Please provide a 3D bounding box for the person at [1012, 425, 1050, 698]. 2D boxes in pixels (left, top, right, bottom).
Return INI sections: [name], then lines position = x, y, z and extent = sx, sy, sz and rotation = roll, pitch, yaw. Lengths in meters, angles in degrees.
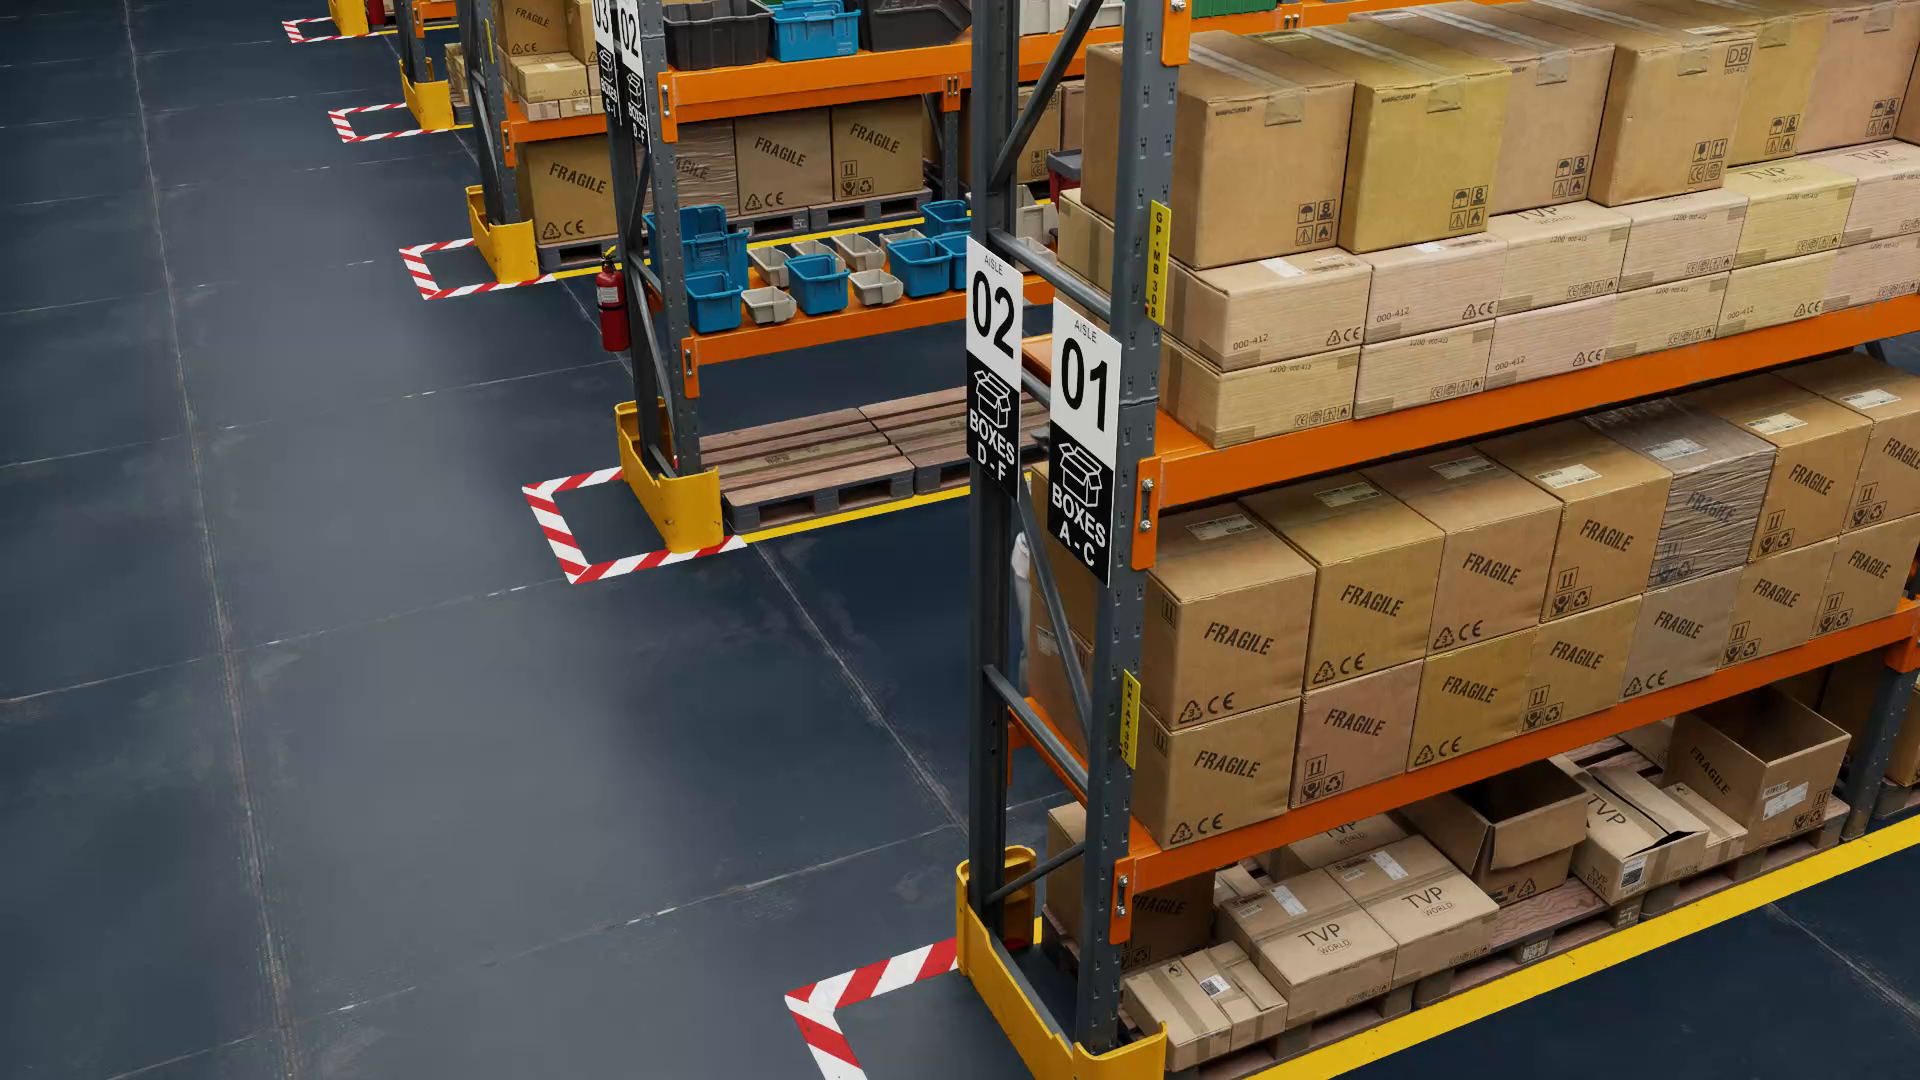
[person]
position = 0.497, 0.207, 8.071
extent = 0.417, 1.682, 0.528
rotation = -14, 32, -23
